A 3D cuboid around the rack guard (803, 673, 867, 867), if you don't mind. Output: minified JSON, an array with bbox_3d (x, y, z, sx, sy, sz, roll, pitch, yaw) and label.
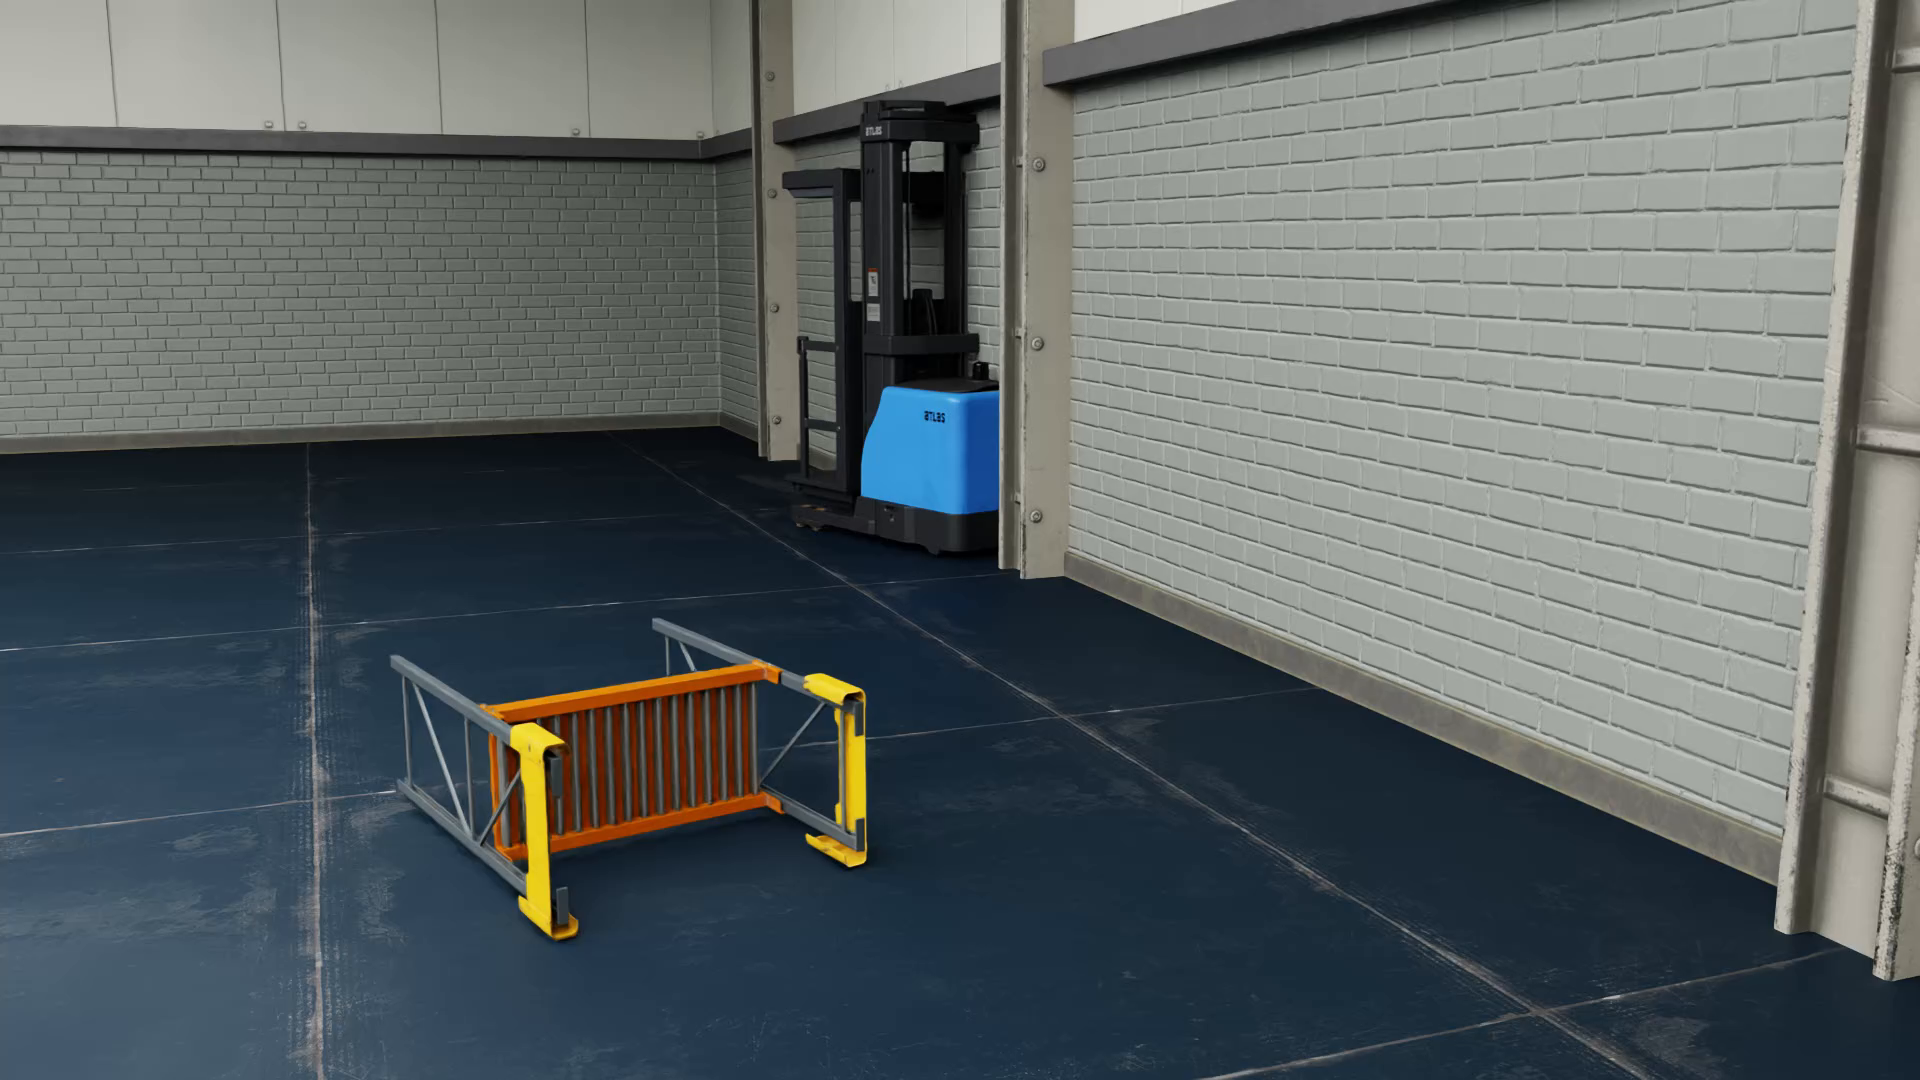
[{"bbox_3d":[-0.410,0.750,5.451,0.087,0.587,0.250,-7,12,-35],"label":"rack guard"}]

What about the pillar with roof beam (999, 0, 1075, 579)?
[{"bbox_3d":[-3.557,-3.962,7.999,9.100,9.000,0.400,-4,11,-21],"label":"pillar with roof beam"}]

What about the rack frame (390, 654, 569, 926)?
[{"bbox_3d":[-1.585,0.763,5.381,0.032,0.500,1.500,-7,12,-35],"label":"rack frame"}]

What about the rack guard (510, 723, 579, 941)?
[{"bbox_3d":[-1.221,0.852,4.881,0.087,0.587,0.250,-7,12,-35],"label":"rack guard"}]

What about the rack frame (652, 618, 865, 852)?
[{"bbox_3d":[-0.758,0.659,5.963,0.032,0.500,1.500,-7,12,-35],"label":"rack frame"}]

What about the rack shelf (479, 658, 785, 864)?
[{"bbox_3d":[-1.067,0.737,5.528,1.000,0.538,0.185,-7,12,-35],"label":"rack shelf"}]

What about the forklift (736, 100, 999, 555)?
[{"bbox_3d":[-0.553,-1.553,11.784,1.130,2.935,3.031,-8,13,-38],"label":"forklift"}]

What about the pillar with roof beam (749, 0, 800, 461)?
[{"bbox_3d":[-5.731,-4.941,13.505,9.100,9.000,0.400,-4,11,-21],"label":"pillar with roof beam"}]

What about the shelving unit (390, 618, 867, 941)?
[{"bbox_3d":[-1.179,0.712,5.666,1.083,0.587,1.500,-7,12,-35],"label":"shelving unit"}]

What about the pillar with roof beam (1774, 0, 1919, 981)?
[{"bbox_3d":[-1.382,-2.983,2.493,9.100,9.000,0.400,-4,11,-21],"label":"pillar with roof beam"}]
